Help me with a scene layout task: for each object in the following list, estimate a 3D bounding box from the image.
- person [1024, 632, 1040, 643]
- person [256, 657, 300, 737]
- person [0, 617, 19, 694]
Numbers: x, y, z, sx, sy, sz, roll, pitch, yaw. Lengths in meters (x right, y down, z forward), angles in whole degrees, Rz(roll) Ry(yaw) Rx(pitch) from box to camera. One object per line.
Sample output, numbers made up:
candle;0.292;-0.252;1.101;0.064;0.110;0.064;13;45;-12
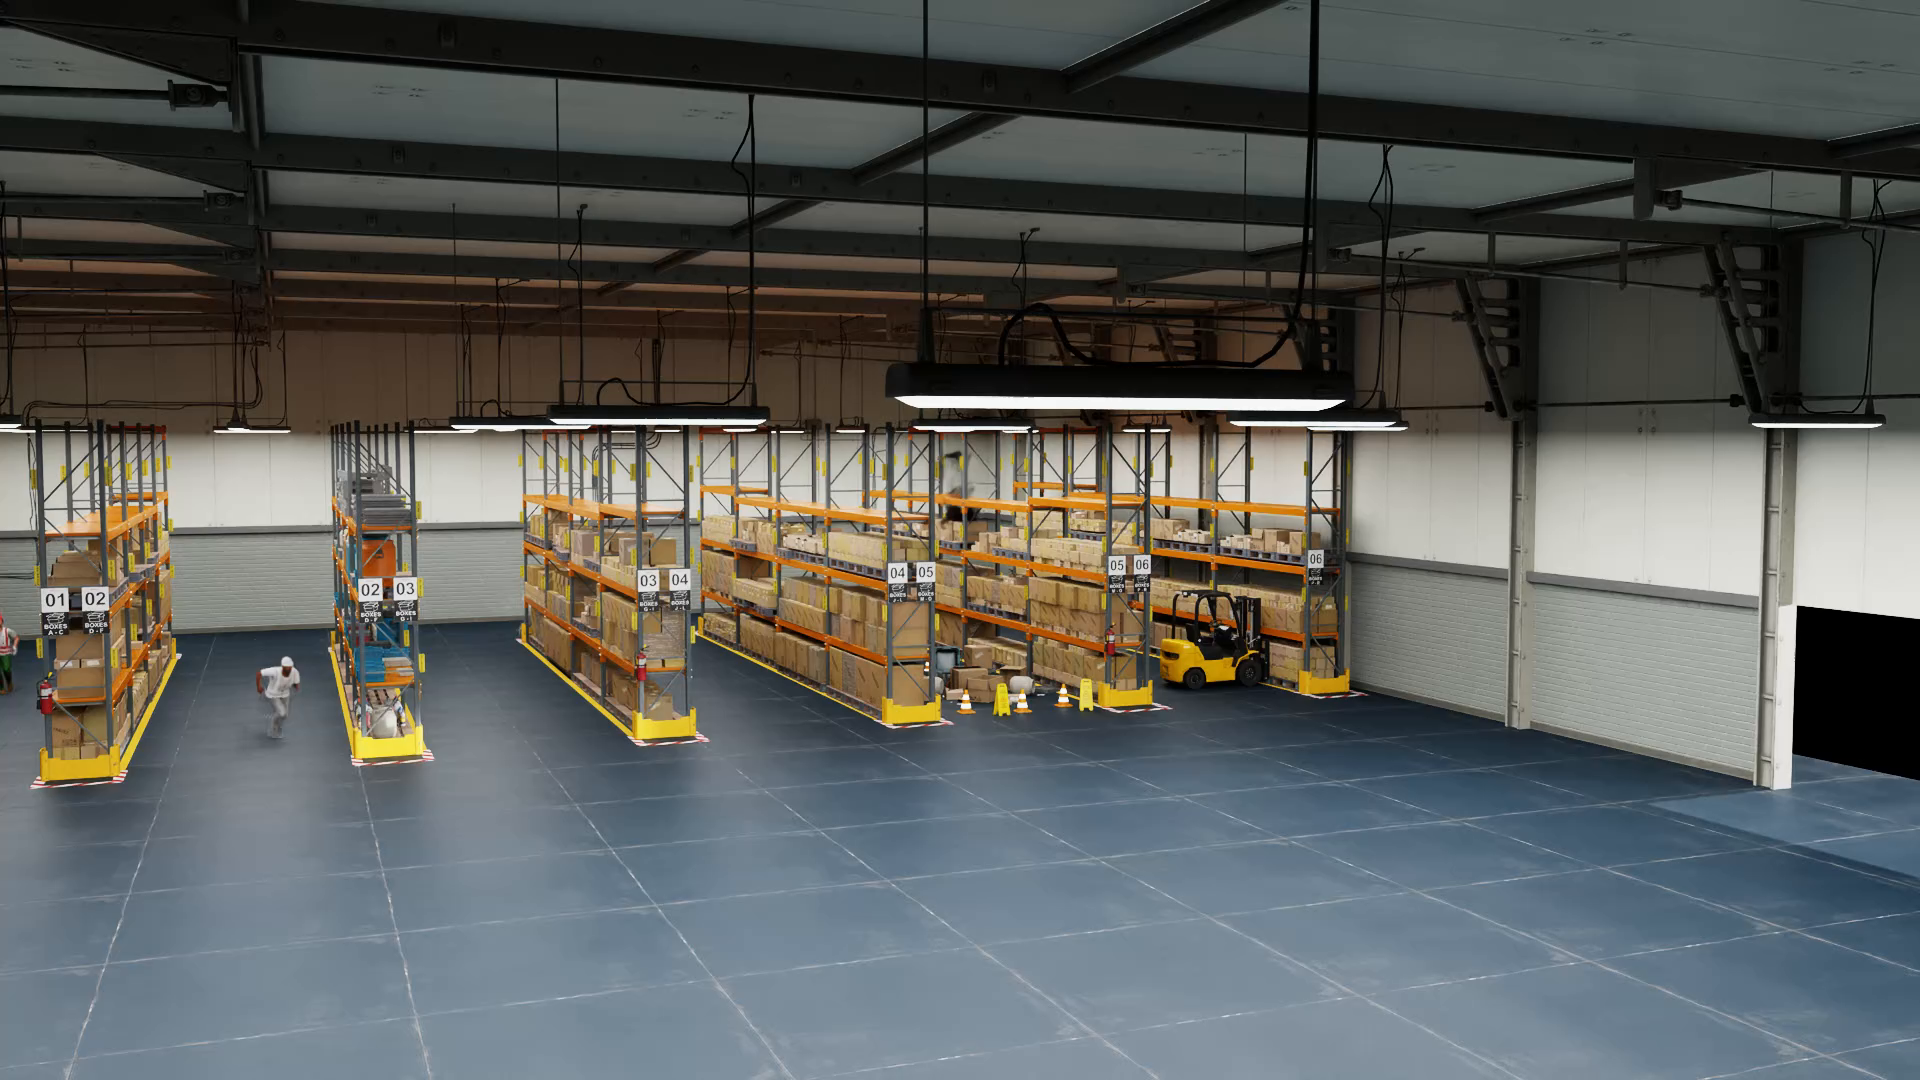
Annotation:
person;1.849;1.898;43.614;0.627;1.719;0.676;-2;4;-29
person;-12.805;2.969;31.244;0.898;1.578;0.739;3;5;39
person;-21.218;2.554;36.774;0.681;1.741;0.573;-2;4;-26
